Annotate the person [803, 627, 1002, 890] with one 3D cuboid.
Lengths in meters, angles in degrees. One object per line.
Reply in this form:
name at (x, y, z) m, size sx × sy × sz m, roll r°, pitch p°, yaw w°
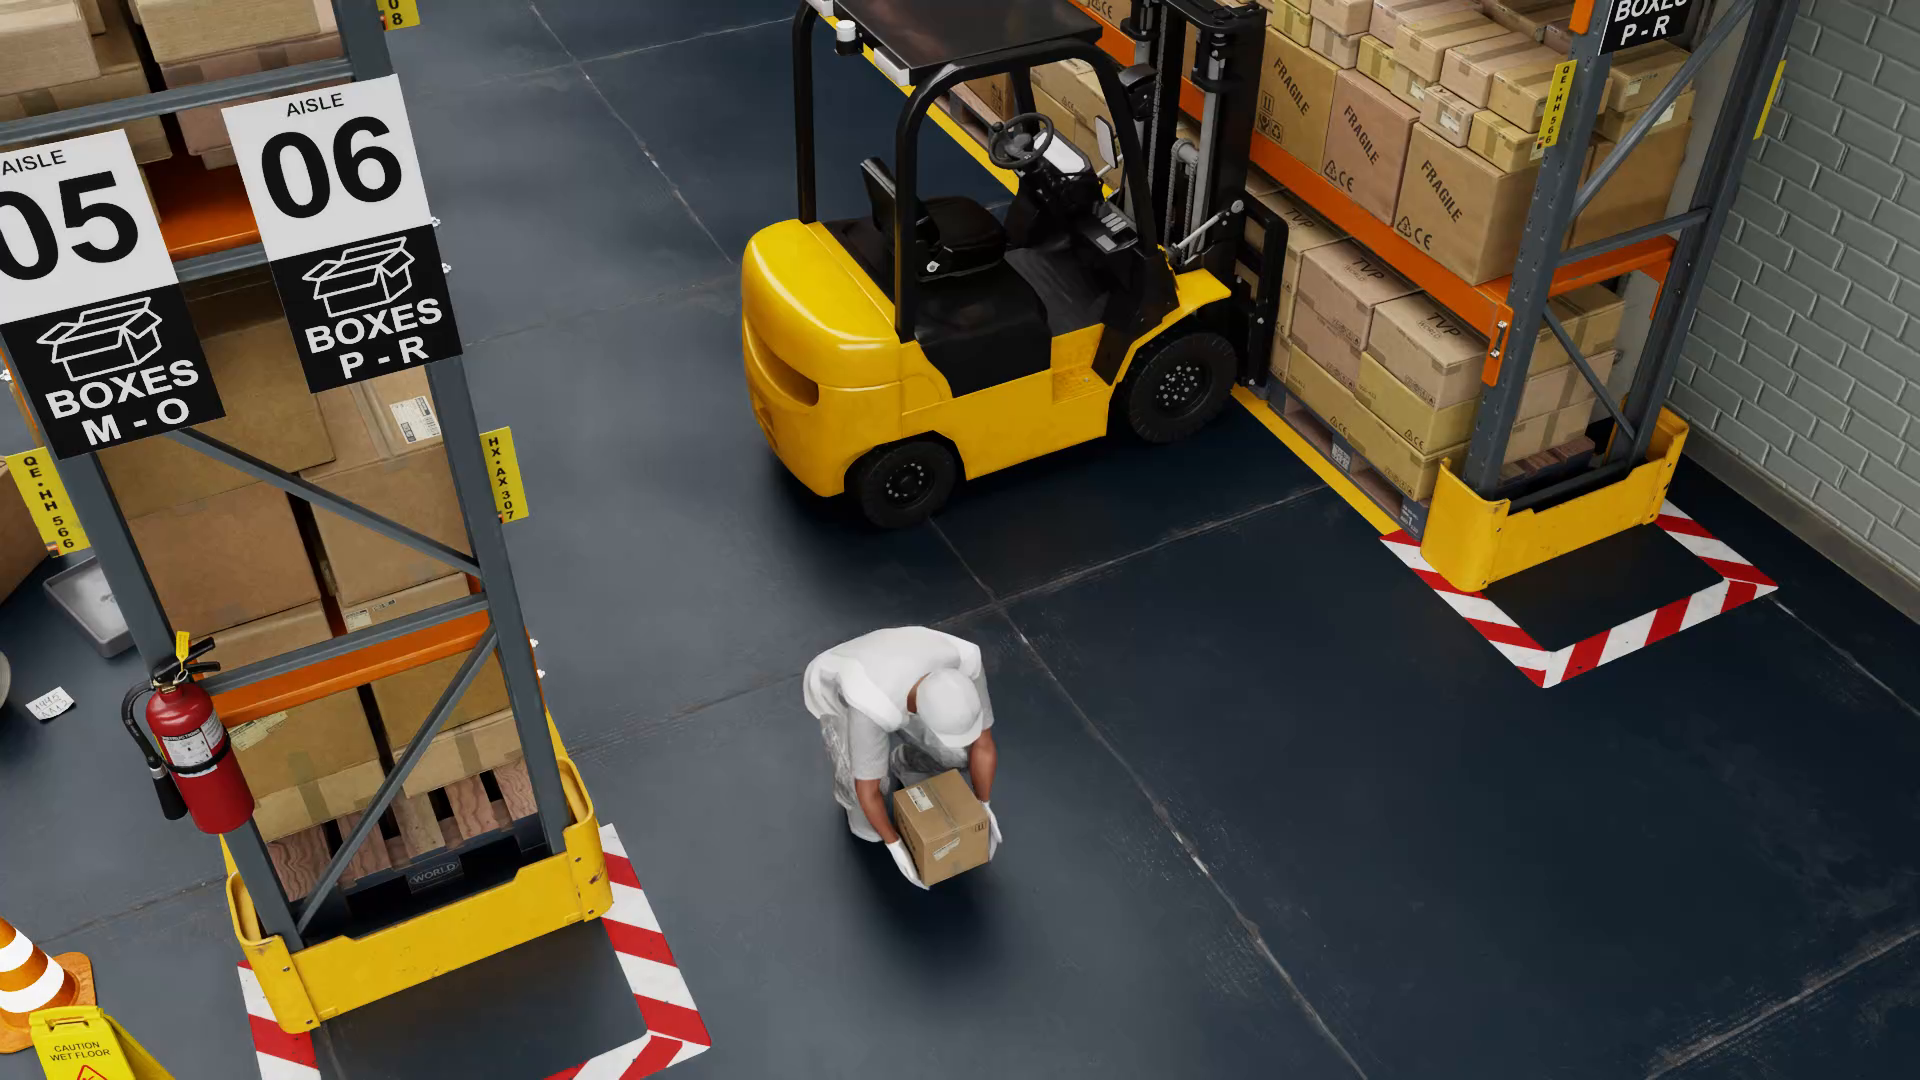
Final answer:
person at (-0.199, 0.672, 5.975) m, size 0.570 × 0.994 × 0.908 m, roll -19°, pitch 44°, yaw -20°
